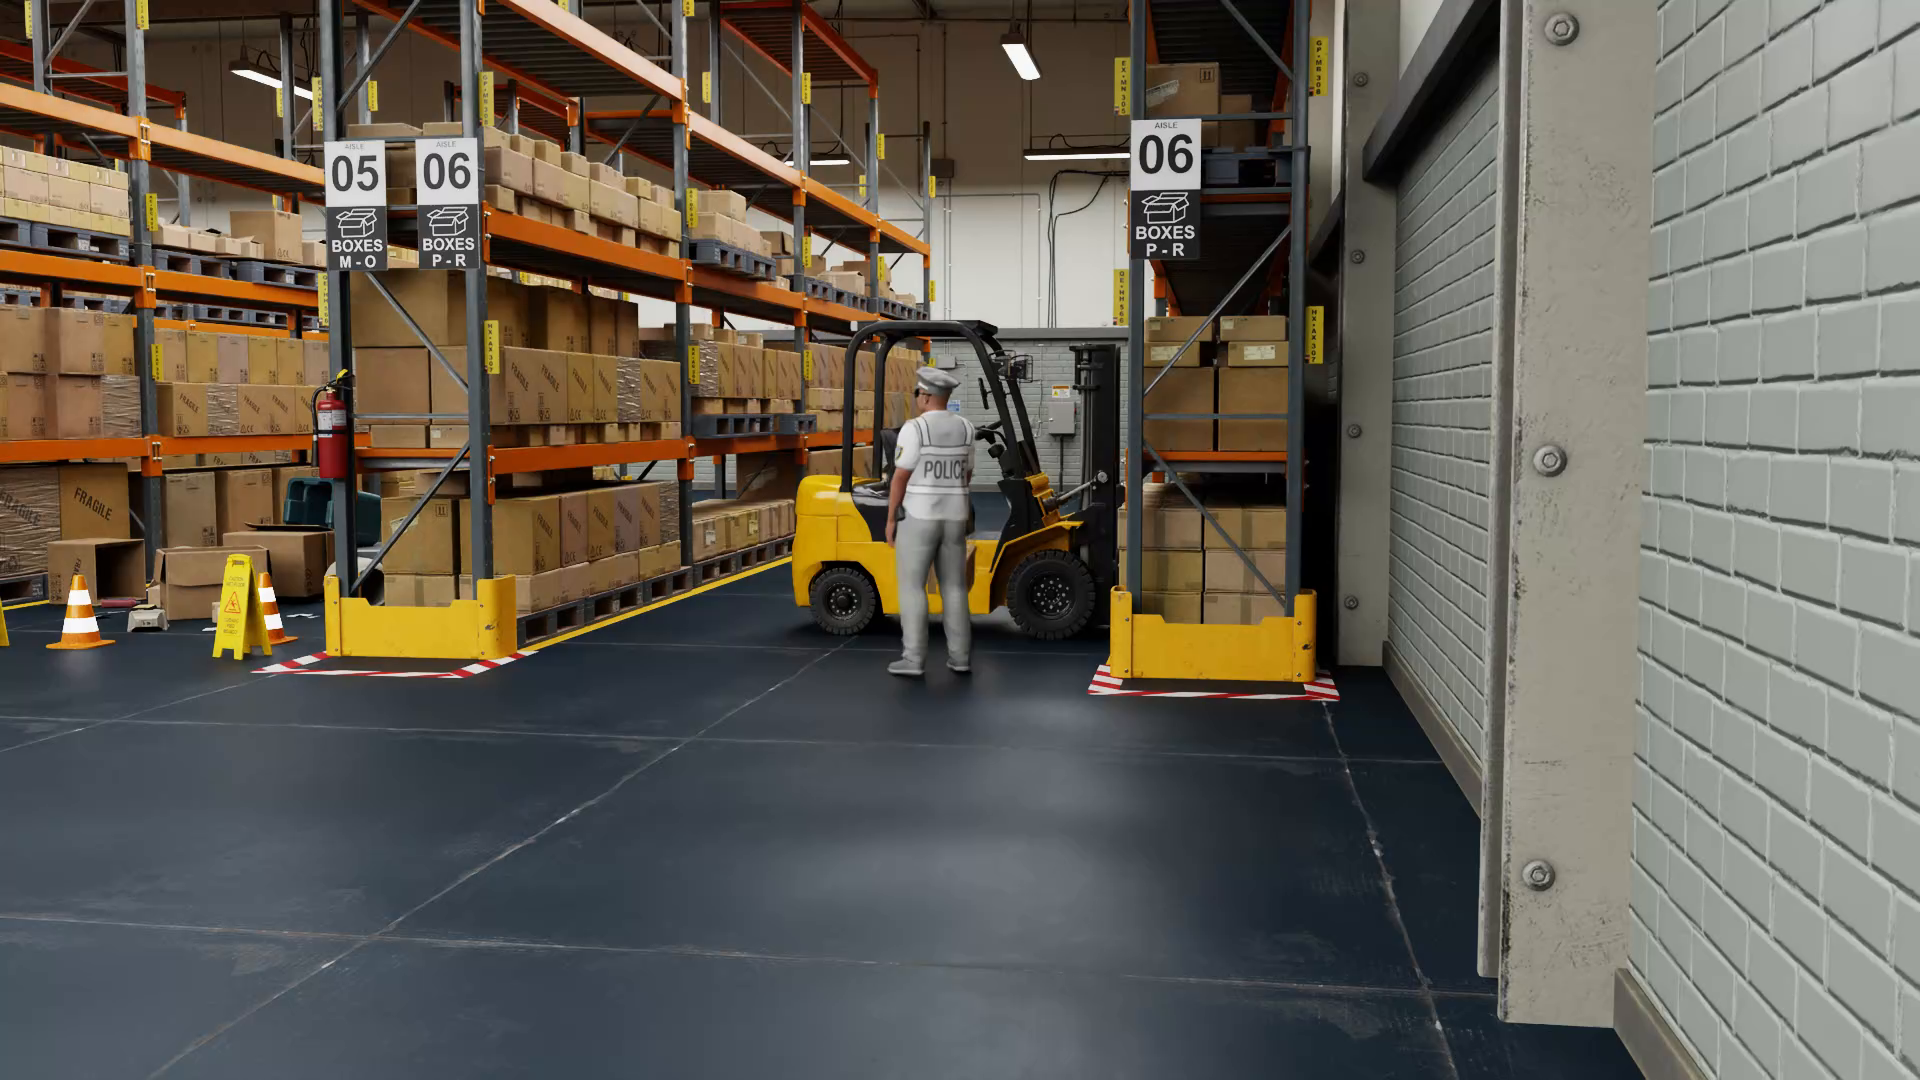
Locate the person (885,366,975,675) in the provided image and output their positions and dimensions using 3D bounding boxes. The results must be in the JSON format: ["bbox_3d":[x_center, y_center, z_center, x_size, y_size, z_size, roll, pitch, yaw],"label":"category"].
[{"bbox_3d":[-0.161,-0.110,9.661,0.611,1.783,0.435,-3,5,-35],"label":"person"}]
